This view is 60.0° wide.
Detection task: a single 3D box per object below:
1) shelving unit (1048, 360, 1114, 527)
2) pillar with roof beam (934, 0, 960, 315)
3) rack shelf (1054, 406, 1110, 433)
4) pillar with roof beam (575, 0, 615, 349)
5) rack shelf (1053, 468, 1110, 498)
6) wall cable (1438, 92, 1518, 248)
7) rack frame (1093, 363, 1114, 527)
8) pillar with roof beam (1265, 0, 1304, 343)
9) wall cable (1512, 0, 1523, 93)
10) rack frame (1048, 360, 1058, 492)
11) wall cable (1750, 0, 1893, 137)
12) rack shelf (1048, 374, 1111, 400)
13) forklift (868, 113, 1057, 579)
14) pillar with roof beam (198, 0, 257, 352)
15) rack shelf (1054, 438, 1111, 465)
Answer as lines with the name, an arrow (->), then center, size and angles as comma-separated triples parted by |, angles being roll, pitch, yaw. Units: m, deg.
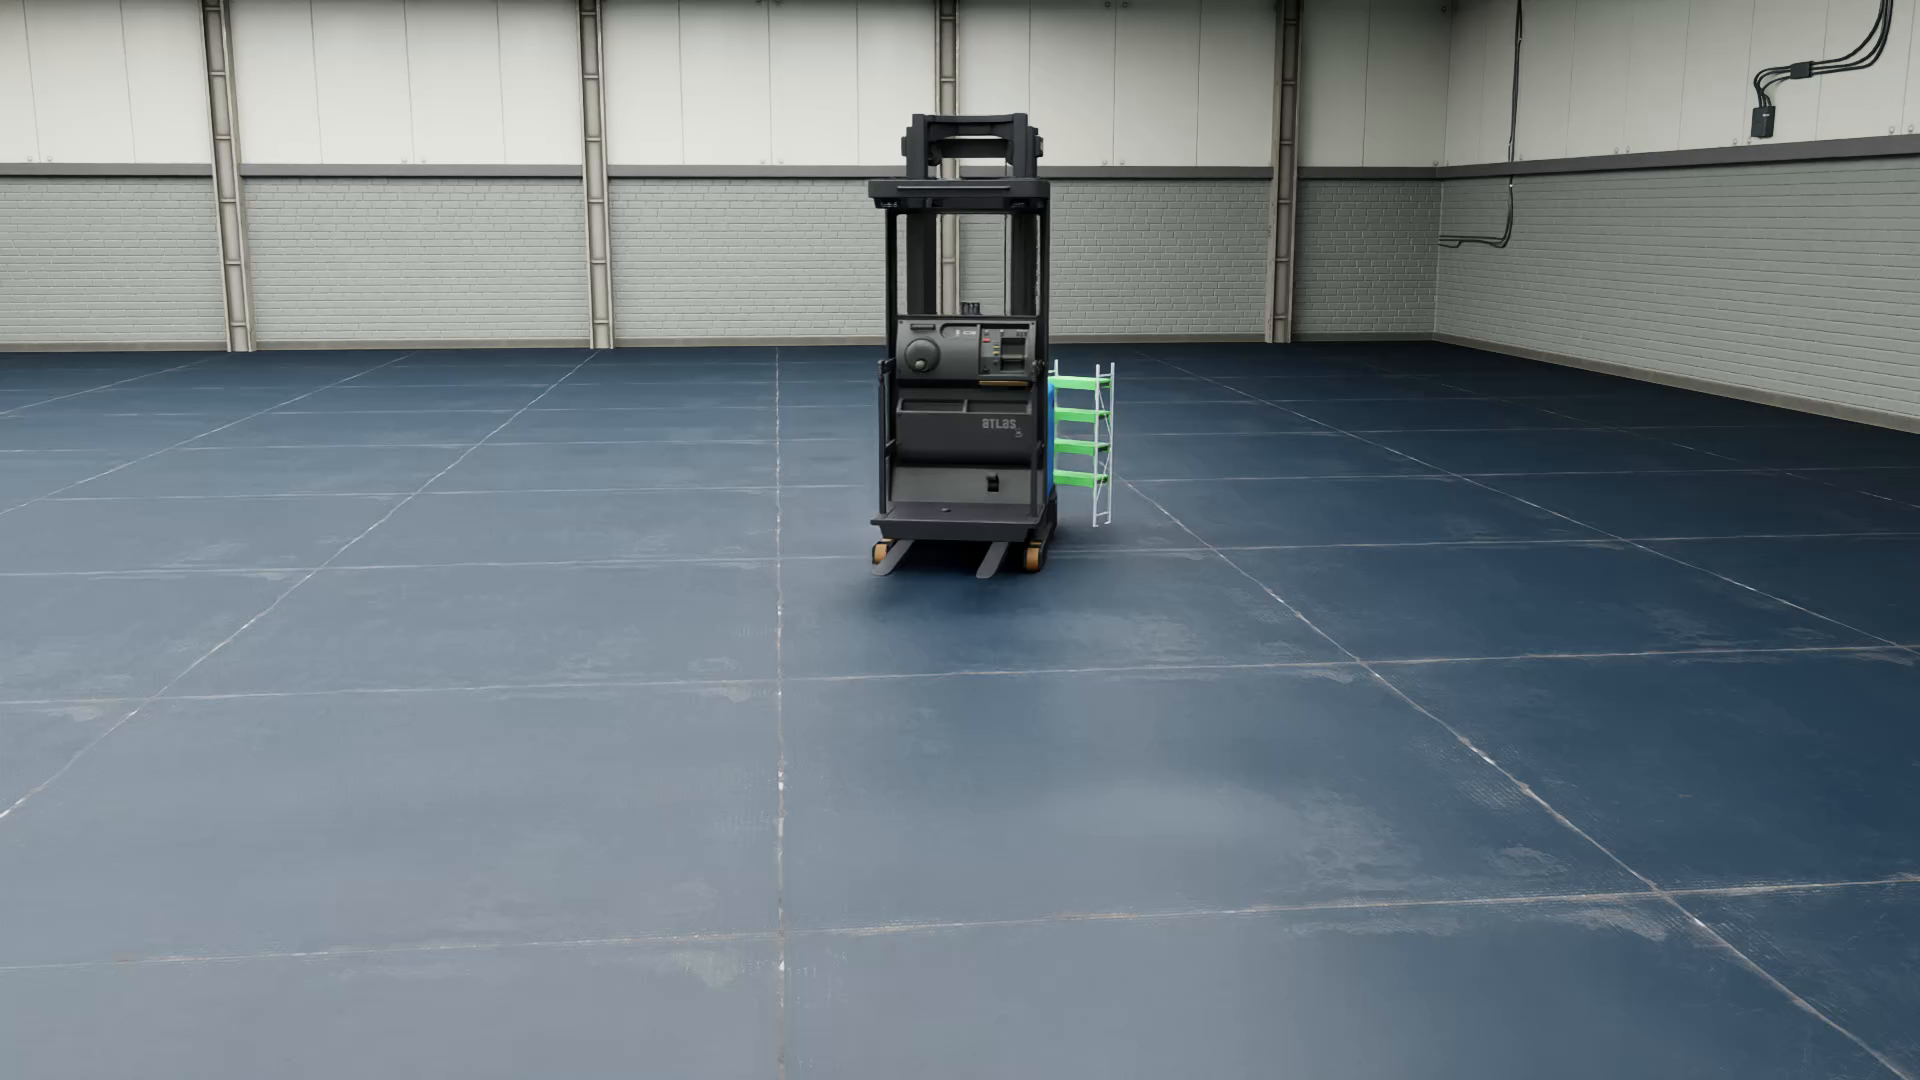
shelving unit -> 0.864, -0.730, 12.461 | 0.503, 1.200, 0.258 | 8, 13, 34
pillar with roof beam -> 0.243, -7.043, 24.365 | 0.400, 9.000, 9.100 | -1, 11, -6
rack shelf -> 0.865, -0.903, 12.429 | 0.480, 0.148, 0.258 | 8, 13, 34
pillar with roof beam -> -5.722, -6.918, 23.729 | 0.400, 9.000, 9.100 | -1, 11, -6
rack shelf -> 0.861, -0.431, 12.516 | 0.480, 0.148, 0.258 | 8, 13, 34
wall cable -> 8.814, -6.278, 28.522 | 0.112, 2.526, 3.097 | -1, 11, -6
rack frame -> 1.065, -0.703, 12.325 | 0.015, 1.200, 0.240 | 8, 13, 34
pillar with roof beam -> 6.207, -7.168, 25.000 | 0.400, 9.000, 9.100 | -1, 11, -6
wall cable -> 9.106, -8.237, 25.396 | 0.112, 2.526, 3.097 | -1, 11, -6
rack frame -> 0.663, -0.757, 12.597 | 0.015, 1.200, 0.240 | 8, 13, 34
wall cable -> 9.824, -7.649, 18.632 | 0.169, 6.003, 2.305 | -1, 11, -6
rack shelf -> 0.867, -1.139, 12.385 | 0.480, 0.148, 0.258 | 8, 13, 34
forklift -> 0.017, -1.297, 10.867 | 1.130, 2.935, 3.031 | 1, 11, 7
pillar with roof beam -> -11.687, -6.793, 23.093 | 0.400, 9.000, 9.100 | -1, 11, -6
rack shelf -> 0.863, -0.667, 12.472 | 0.480, 0.148, 0.258 | 8, 13, 34
